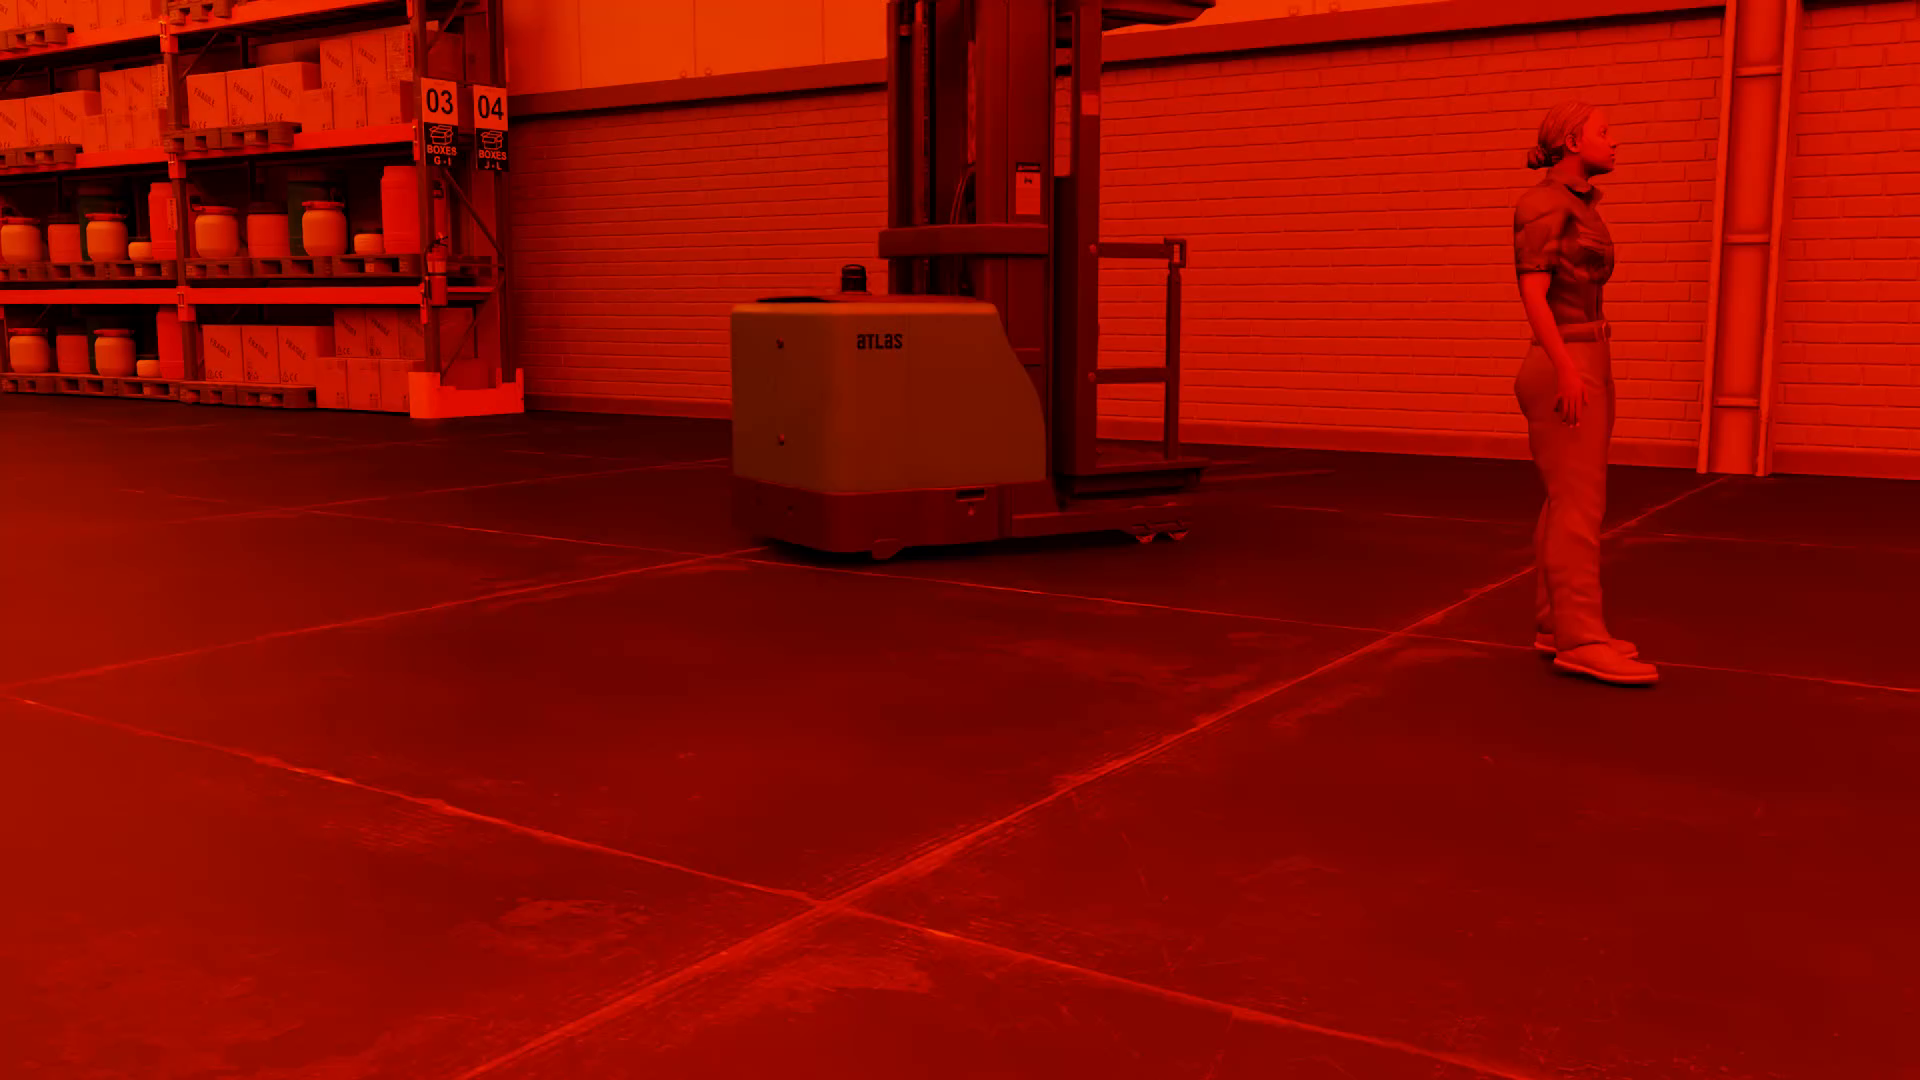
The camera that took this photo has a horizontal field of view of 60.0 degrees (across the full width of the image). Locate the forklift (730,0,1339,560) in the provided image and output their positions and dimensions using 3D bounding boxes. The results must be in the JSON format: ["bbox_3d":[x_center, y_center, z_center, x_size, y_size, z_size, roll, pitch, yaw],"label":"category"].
[{"bbox_3d":[0.478,-1.501,7.747,3.031,2.935,1.130,-5,10,-33],"label":"forklift"}]

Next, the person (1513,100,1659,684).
[{"bbox_3d":[1.874,-0.456,4.887,0.505,1.654,0.570,5,10,32],"label":"person"}]
